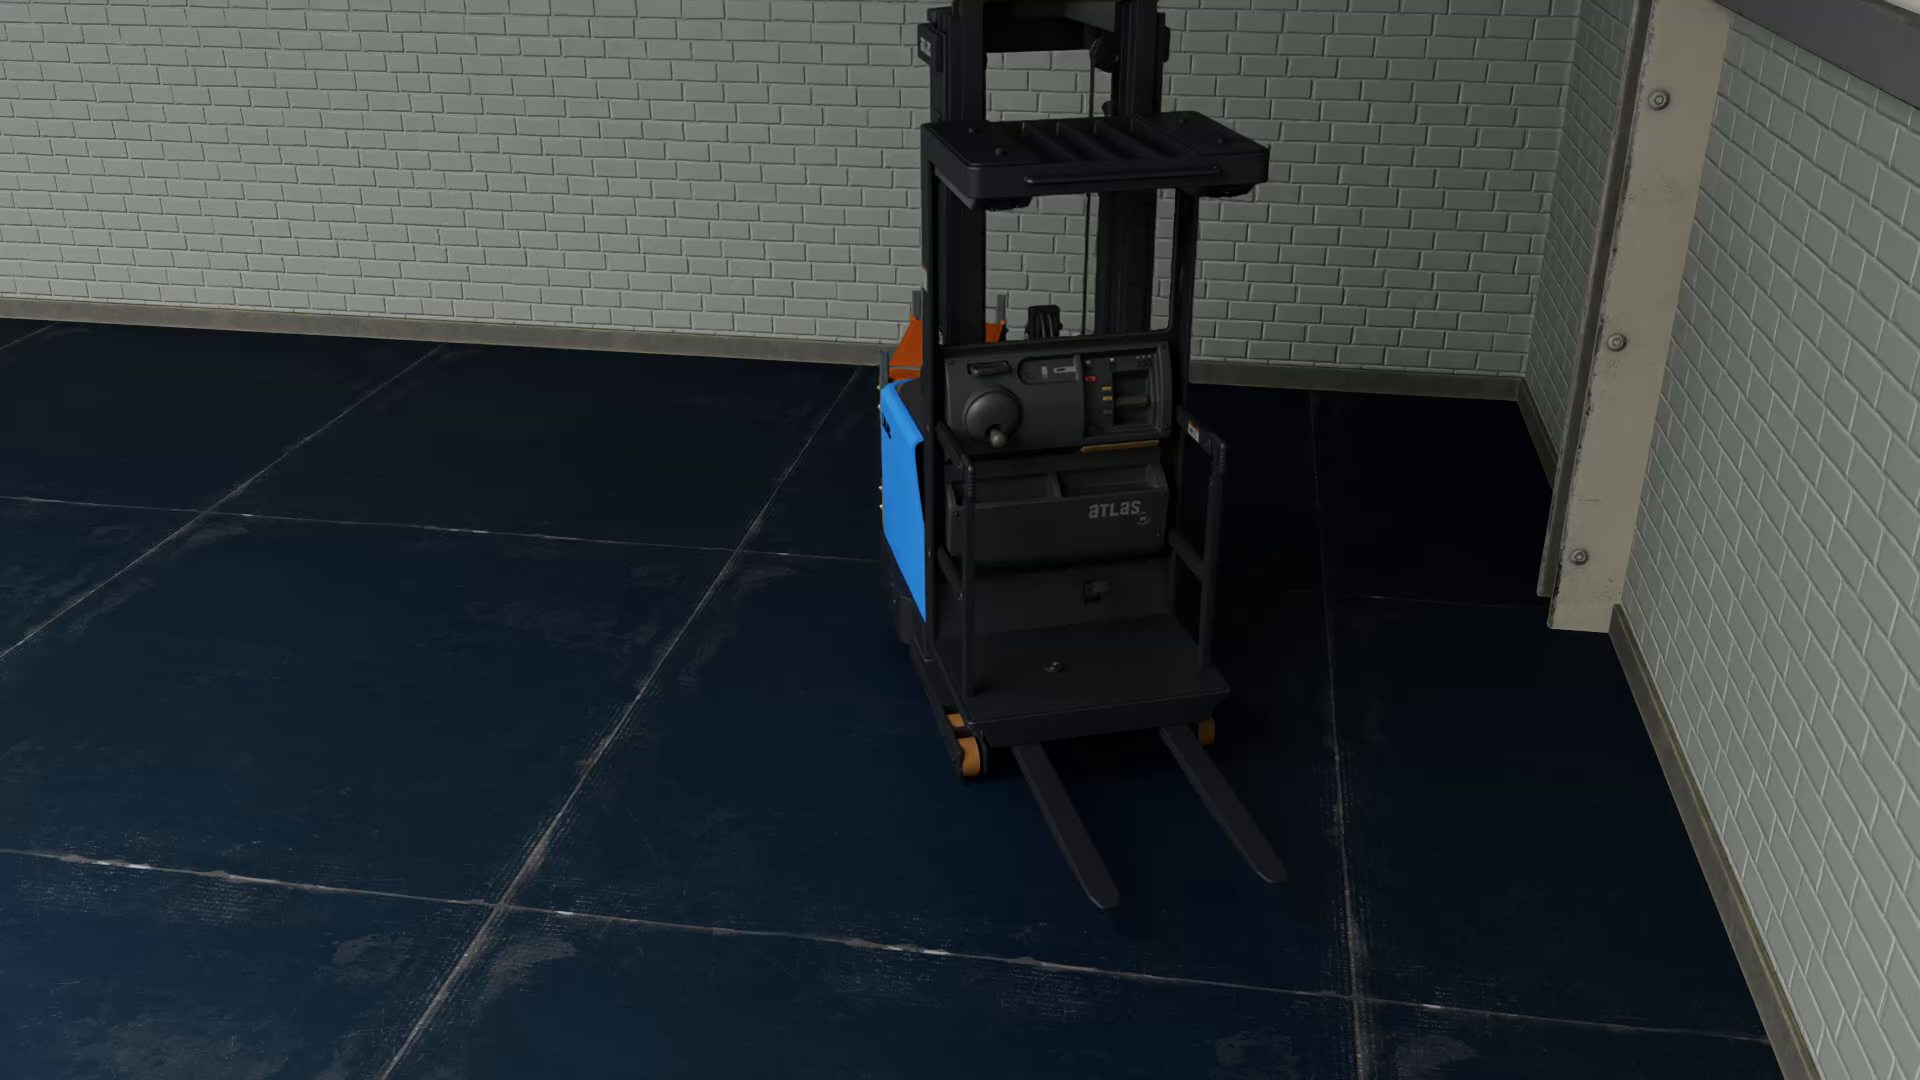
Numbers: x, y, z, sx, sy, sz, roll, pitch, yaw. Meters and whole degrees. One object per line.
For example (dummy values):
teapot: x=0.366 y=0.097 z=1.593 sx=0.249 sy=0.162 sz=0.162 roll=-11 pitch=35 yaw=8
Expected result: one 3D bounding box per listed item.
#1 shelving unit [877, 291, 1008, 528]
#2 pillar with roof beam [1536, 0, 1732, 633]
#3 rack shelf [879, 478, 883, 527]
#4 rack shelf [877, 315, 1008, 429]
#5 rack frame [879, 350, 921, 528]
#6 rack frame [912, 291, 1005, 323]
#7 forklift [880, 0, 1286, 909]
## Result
shelving unit: x=-0.074 y=-0.603 z=8.711 sx=0.538 sy=1.125 sz=1.048 roll=3 pitch=25 yaw=7
pillar with roof beam: x=-1.281 y=-4.029 z=6.742 sx=9.100 sy=9.000 sz=0.400 roll=4 pitch=25 yaw=9
rack shelf: x=-0.074 y=-0.381 z=8.815 sx=0.538 sy=0.278 sz=1.000 roll=3 pitch=25 yaw=7
rack shelf: x=-0.074 y=-0.868 z=8.587 sx=0.538 sy=0.278 sz=1.000 roll=3 pitch=25 yaw=7
rack frame: x=-0.141 y=-0.389 z=8.255 sx=0.500 sy=1.125 sz=0.032 roll=3 pitch=25 yaw=7
rack frame: x=-0.007 y=-0.816 z=9.167 sx=0.500 sy=1.125 sz=0.032 roll=3 pitch=25 yaw=7
forklift: x=0.450 y=-0.546 z=6.459 sx=1.130 sy=2.935 sz=3.031 roll=-6 pitch=26 yaw=-12
